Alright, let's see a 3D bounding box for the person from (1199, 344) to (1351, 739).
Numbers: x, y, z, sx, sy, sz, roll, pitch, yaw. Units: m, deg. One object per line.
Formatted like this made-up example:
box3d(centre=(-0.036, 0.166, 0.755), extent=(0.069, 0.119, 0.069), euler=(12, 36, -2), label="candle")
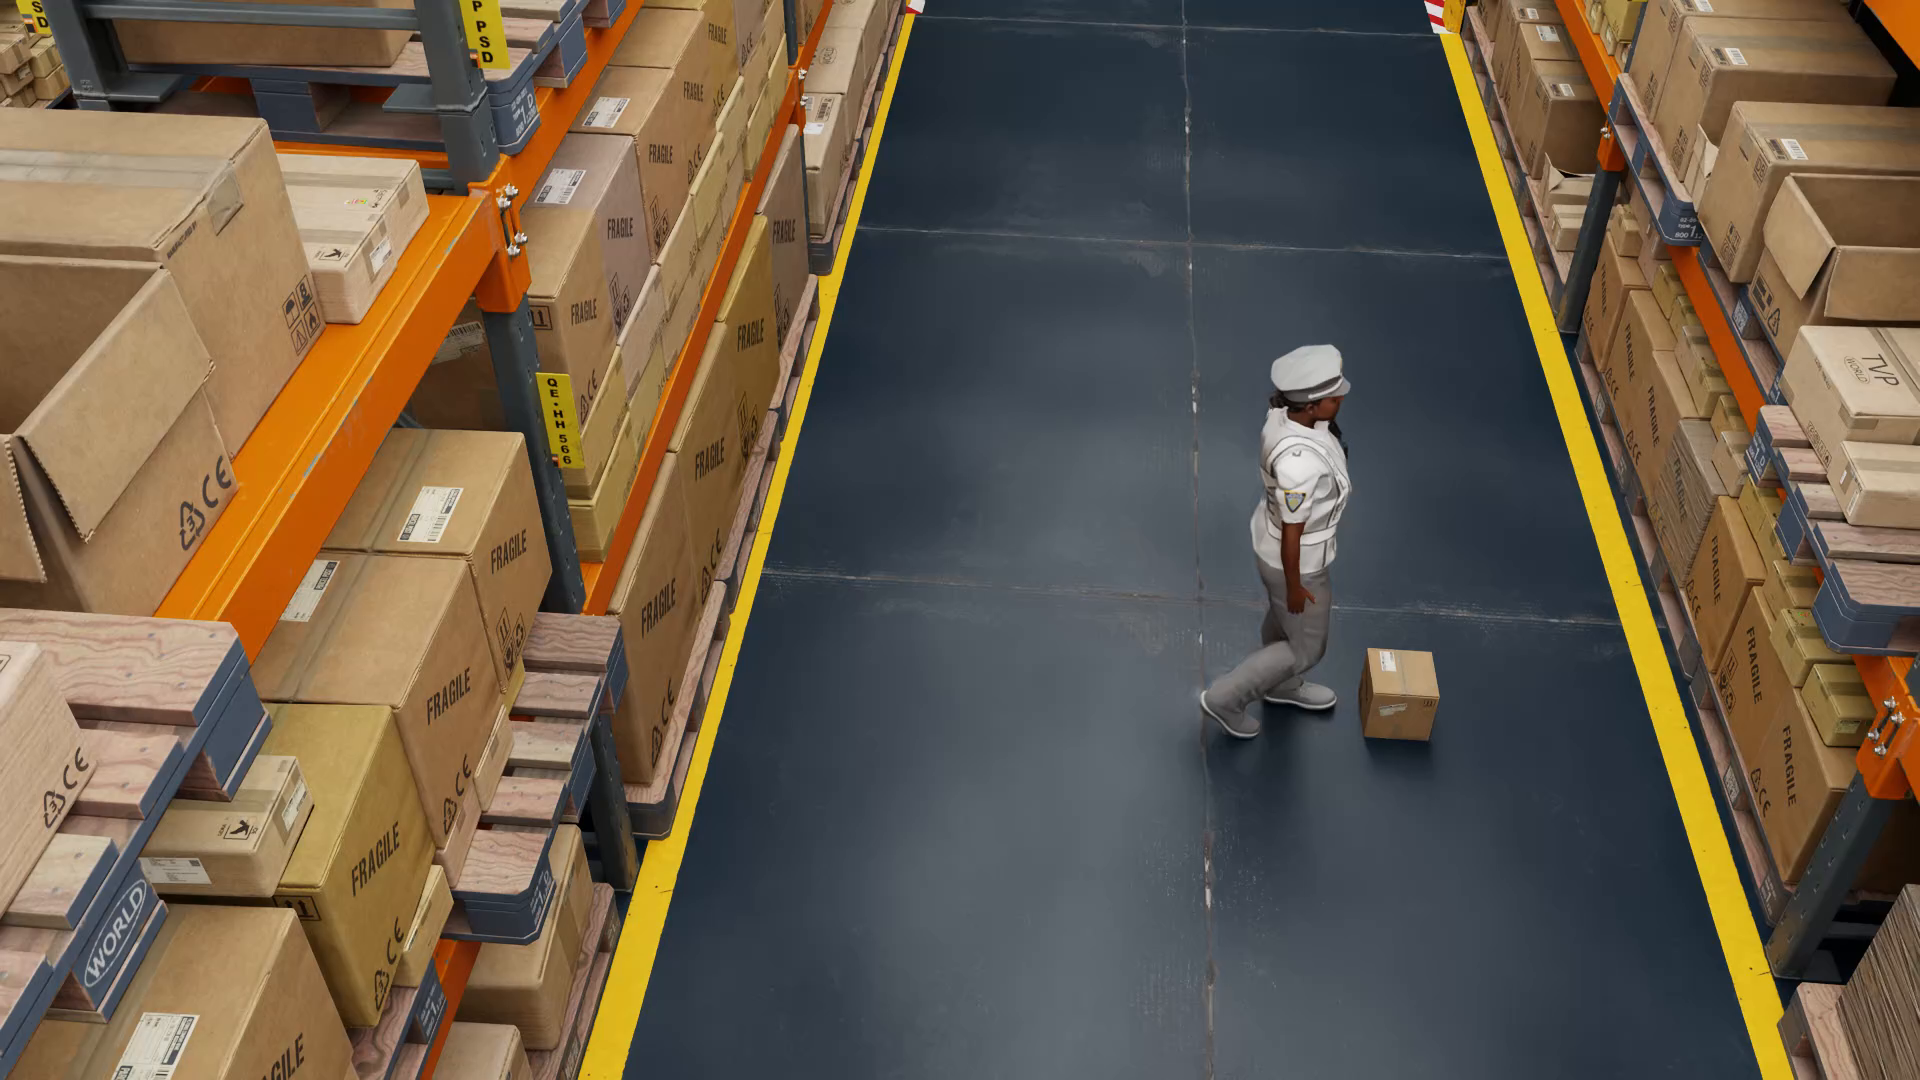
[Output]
box3d(centre=(1.217, 0.023, 6.097), extent=(0.562, 1.673, 0.465), euler=(3, 40, 4), label="person")
